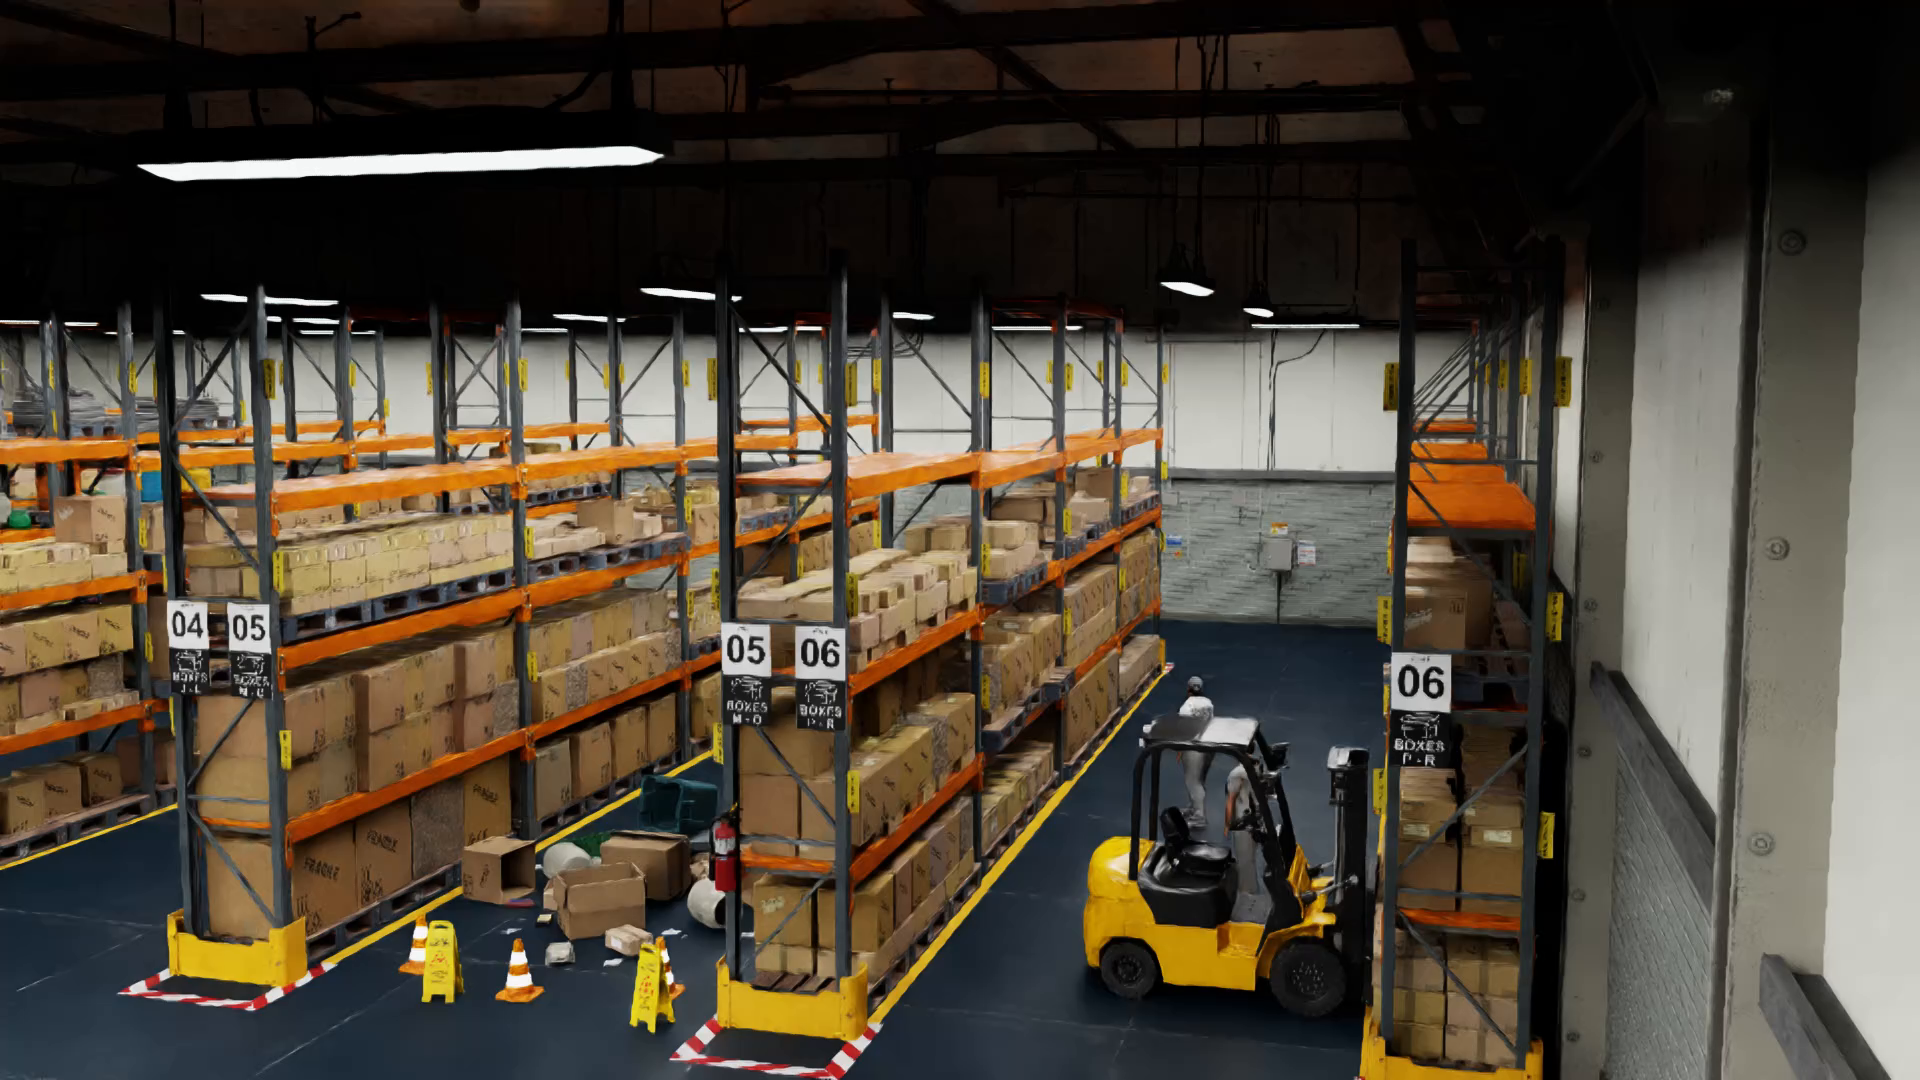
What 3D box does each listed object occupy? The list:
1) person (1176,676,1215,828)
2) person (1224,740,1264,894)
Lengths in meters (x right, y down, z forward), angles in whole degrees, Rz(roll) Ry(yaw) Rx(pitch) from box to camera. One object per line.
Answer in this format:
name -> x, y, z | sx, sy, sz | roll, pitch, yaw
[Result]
person -> 2.623, 2.355, 18.702 | 0.556, 1.659, 0.598 | 6, 8, 44
person -> 2.658, 2.660, 15.722 | 0.558, 1.668, 0.561 | 6, 8, 42
